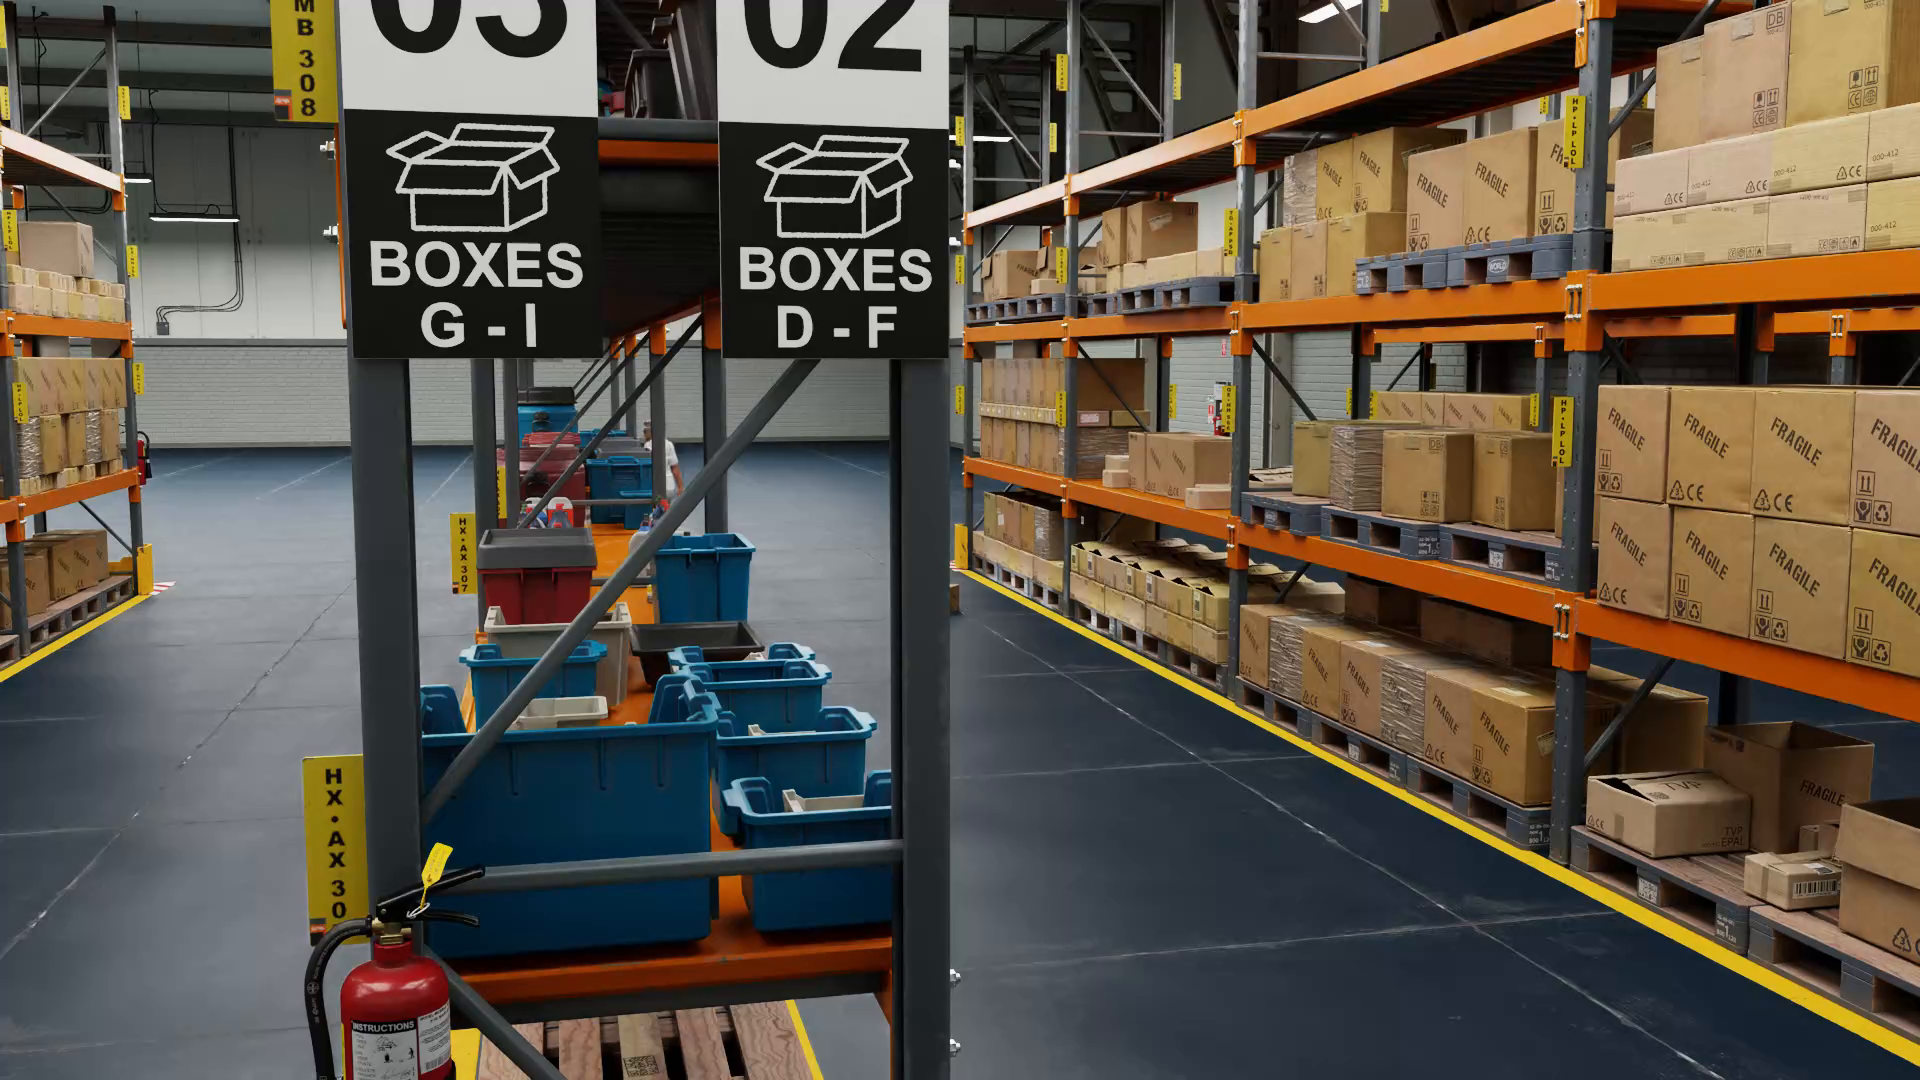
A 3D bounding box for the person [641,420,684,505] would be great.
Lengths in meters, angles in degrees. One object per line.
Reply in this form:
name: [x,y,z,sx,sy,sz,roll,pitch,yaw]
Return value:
person: [-3.706,-0.585,19.876,0.826,1.717,0.633,3,7,28]
